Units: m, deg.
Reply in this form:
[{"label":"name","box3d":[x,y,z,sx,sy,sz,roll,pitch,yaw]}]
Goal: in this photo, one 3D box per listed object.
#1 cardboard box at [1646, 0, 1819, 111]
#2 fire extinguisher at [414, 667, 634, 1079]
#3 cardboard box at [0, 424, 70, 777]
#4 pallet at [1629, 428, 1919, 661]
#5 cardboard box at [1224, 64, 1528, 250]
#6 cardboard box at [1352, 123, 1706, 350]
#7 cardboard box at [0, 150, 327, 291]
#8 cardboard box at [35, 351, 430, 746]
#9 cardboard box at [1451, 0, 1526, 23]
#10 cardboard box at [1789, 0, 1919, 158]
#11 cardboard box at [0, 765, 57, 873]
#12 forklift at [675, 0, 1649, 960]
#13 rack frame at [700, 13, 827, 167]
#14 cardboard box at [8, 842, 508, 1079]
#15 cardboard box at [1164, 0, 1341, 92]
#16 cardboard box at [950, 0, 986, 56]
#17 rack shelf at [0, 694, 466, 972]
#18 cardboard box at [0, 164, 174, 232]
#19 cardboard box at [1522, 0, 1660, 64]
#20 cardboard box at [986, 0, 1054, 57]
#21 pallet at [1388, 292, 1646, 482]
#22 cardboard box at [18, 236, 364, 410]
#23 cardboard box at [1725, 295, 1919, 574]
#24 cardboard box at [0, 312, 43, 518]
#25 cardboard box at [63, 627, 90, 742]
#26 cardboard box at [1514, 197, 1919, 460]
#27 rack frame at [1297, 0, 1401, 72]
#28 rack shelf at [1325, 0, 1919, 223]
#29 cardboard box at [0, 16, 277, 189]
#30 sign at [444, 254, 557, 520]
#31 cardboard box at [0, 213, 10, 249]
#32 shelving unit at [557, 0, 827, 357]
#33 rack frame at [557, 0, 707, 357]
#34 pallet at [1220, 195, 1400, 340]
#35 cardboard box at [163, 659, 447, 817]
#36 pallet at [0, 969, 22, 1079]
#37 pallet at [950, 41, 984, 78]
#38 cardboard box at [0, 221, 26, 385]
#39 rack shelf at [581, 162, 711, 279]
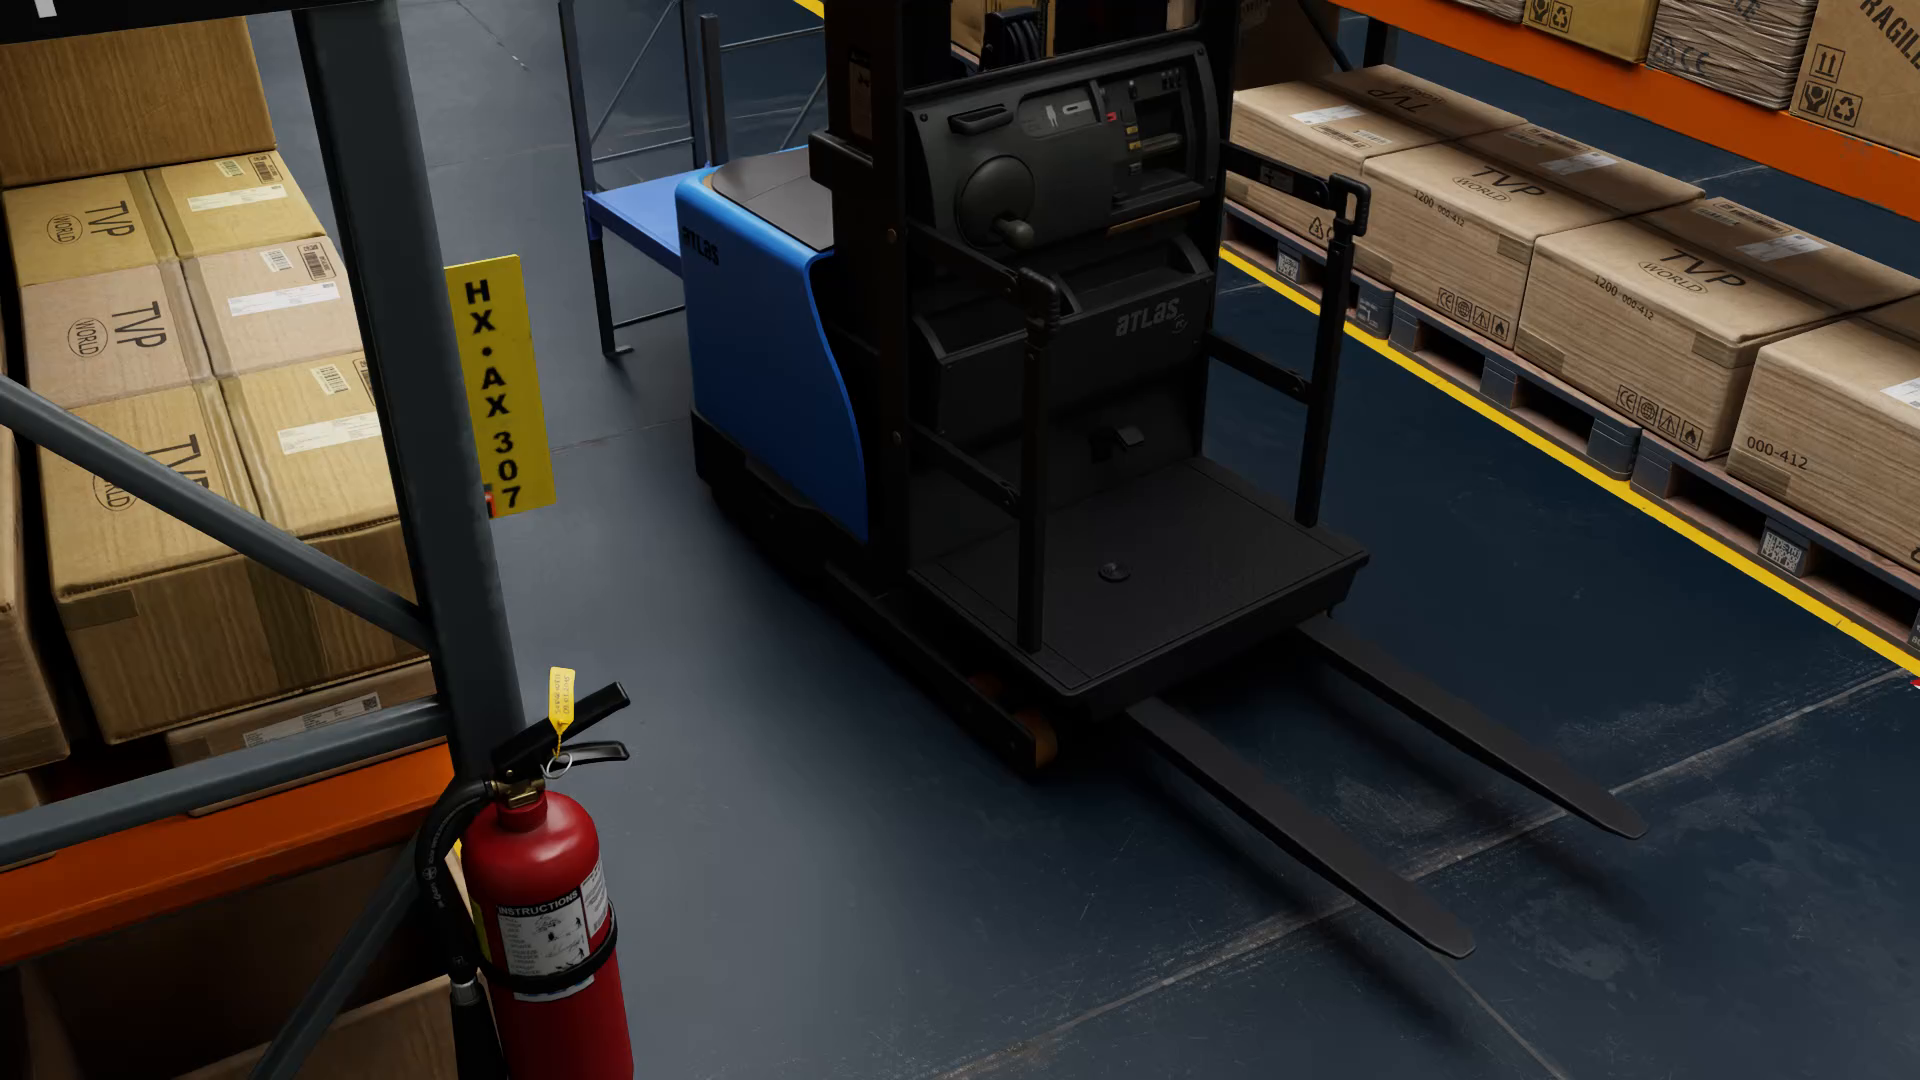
[{"label":"cardboard box","box3d":[2.442,-1.612,4.893,0.500,0.500,0.500,-15,36,-22]},{"label":"fire extinguisher","box3d":[-0.542,0.474,2.147,0.296,0.674,0.183,-16,36,-23]},{"label":"cardboard box","box3d":[-1.468,0.115,2.153,0.500,0.250,0.500,-15,36,-22]},{"label":"pallet","box3d":[2.928,-0.108,5.223,1.003,0.211,1.213,-16,36,-23]},{"label":"cardboard box","box3d":[1.703,-1.600,6.953,0.875,0.438,0.875,-16,36,-24]},{"label":"cardboard box","box3d":[2.121,-1.173,6.287,0.875,0.438,0.875,-17,36,-24]},{"label":"cardboard box","box3d":[-1.467,-0.498,3.110,0.500,0.250,0.500,-17,36,-24]},{"label":"cardboard box","box3d":[-0.992,-0.016,2.358,0.500,0.250,0.500,-16,36,-23]},{"label":"cardboard box","box3d":[1.950,-2.101,5.656,0.500,0.500,0.500,-16,36,-23]},{"label":"cardboard box","box3d":[2.690,-1.369,4.514,0.500,0.500,0.500,-17,36,-24]},{"label":"cardboard box","box3d":[-1.411,0.345,2.163,0.380,0.149,0.250,-16,36,-24]},{"label":"forklift","box3d":[0.411,-0.934,3.992,1.130,2.935,3.031,-22,39,-30]},{"label":"rack frame","box3d":[-0.552,-0.975,5.382,0.500,1.500,0.032,-22,39,-30]},{"label":"cardboard box","box3d":[-1.221,0.889,3.007,0.797,0.503,0.637,-17,37,-25]},{"label":"cardboard box","box3d":[1.145,-2.387,7.775,0.875,0.875,0.875,-15,35,-22]},{"label":"cardboard box","box3d":[0.301,-3.243,9.111,0.875,0.875,0.875,-15,36,-23]},{"label":"rack shelf","box3d":[-1.952,-0.321,3.638,1.077,0.370,4.000,-16,36,-23]},{"label":"cardboard box","box3d":[-1.724,-0.737,3.482,0.500,0.250,0.500,-17,36,-24]},{"label":"cardboard box","box3d":[2.190,-1.855,5.273,0.500,0.500,0.500,-15,35,-22]},{"label":"cardboard box","box3d":[0.717,-2.816,8.445,0.875,0.875,0.875,-15,36,-22]},{"label":"pallet","box3d":[2.363,-0.689,6.130,1.003,0.211,1.213,-16,36,-23]},{"label":"cardboard box","box3d":[-1.228,-0.257,2.733,0.500,0.250,0.500,-15,36,-23]},{"label":"cardboard box","box3d":[2.974,-0.308,4.936,0.875,0.438,0.875,-17,36,-25]},{"label":"cardboard box","box3d":[-1.708,-0.131,2.537,0.500,0.250,0.500,-16,36,-23]},{"label":"cardboard box","box3d":[-1.475,0.209,2.377,0.380,0.149,0.250,-15,35,-22]},{"label":"cardboard box","box3d":[2.540,-0.743,5.614,0.875,0.438,0.875,-15,36,-22]},{"label":"rack frame","box3d":[1.505,-2.829,6.885,1.000,3.000,0.127,-16,36,-23]},{"label":"rack shelf","box3d":[2.438,-1.572,5.589,1.077,0.370,4.000,-16,36,-23]},{"label":"cardboard box","box3d":[-1.692,-1.048,3.273,0.500,0.500,0.500,-15,36,-22]},{"label":"sign","box3d":[-0.539,-0.171,1.934,0.100,0.325,0.005,-16,36,-23]},{"label":"cardboard box","box3d":[-2.178,-0.618,3.298,0.500,0.250,0.500,-16,36,-23]},{"label":"shelving unit","box3d":[-0.855,-1.195,5.726,0.538,1.500,1.048,-22,39,-30]},{"label":"rack frame","box3d":[-1.157,-1.416,6.070,0.500,1.500,0.032,-22,39,-30]},{"label":"pallet","box3d":[1.791,-1.272,7.040,1.003,0.211,1.213,-16,36,-23]},{"label":"cardboard box","box3d":[-0.930,0.210,2.374,0.380,0.149,0.250,-16,36,-23]},{"label":"pallet","box3d":[-1.427,1.088,3.356,1.003,0.211,1.213,-16,36,-23]},{"label":"pallet","box3d":[0.506,-2.587,9.092,1.003,0.211,1.213,-16,36,-23]},{"label":"cardboard box","box3d":[-1.935,-0.369,2.908,0.500,0.250,0.500,-15,35,-22]},{"label":"rack shelf","box3d":[-0.855,-1.044,5.823,0.538,0.185,1.000,-22,39,-30]}]
